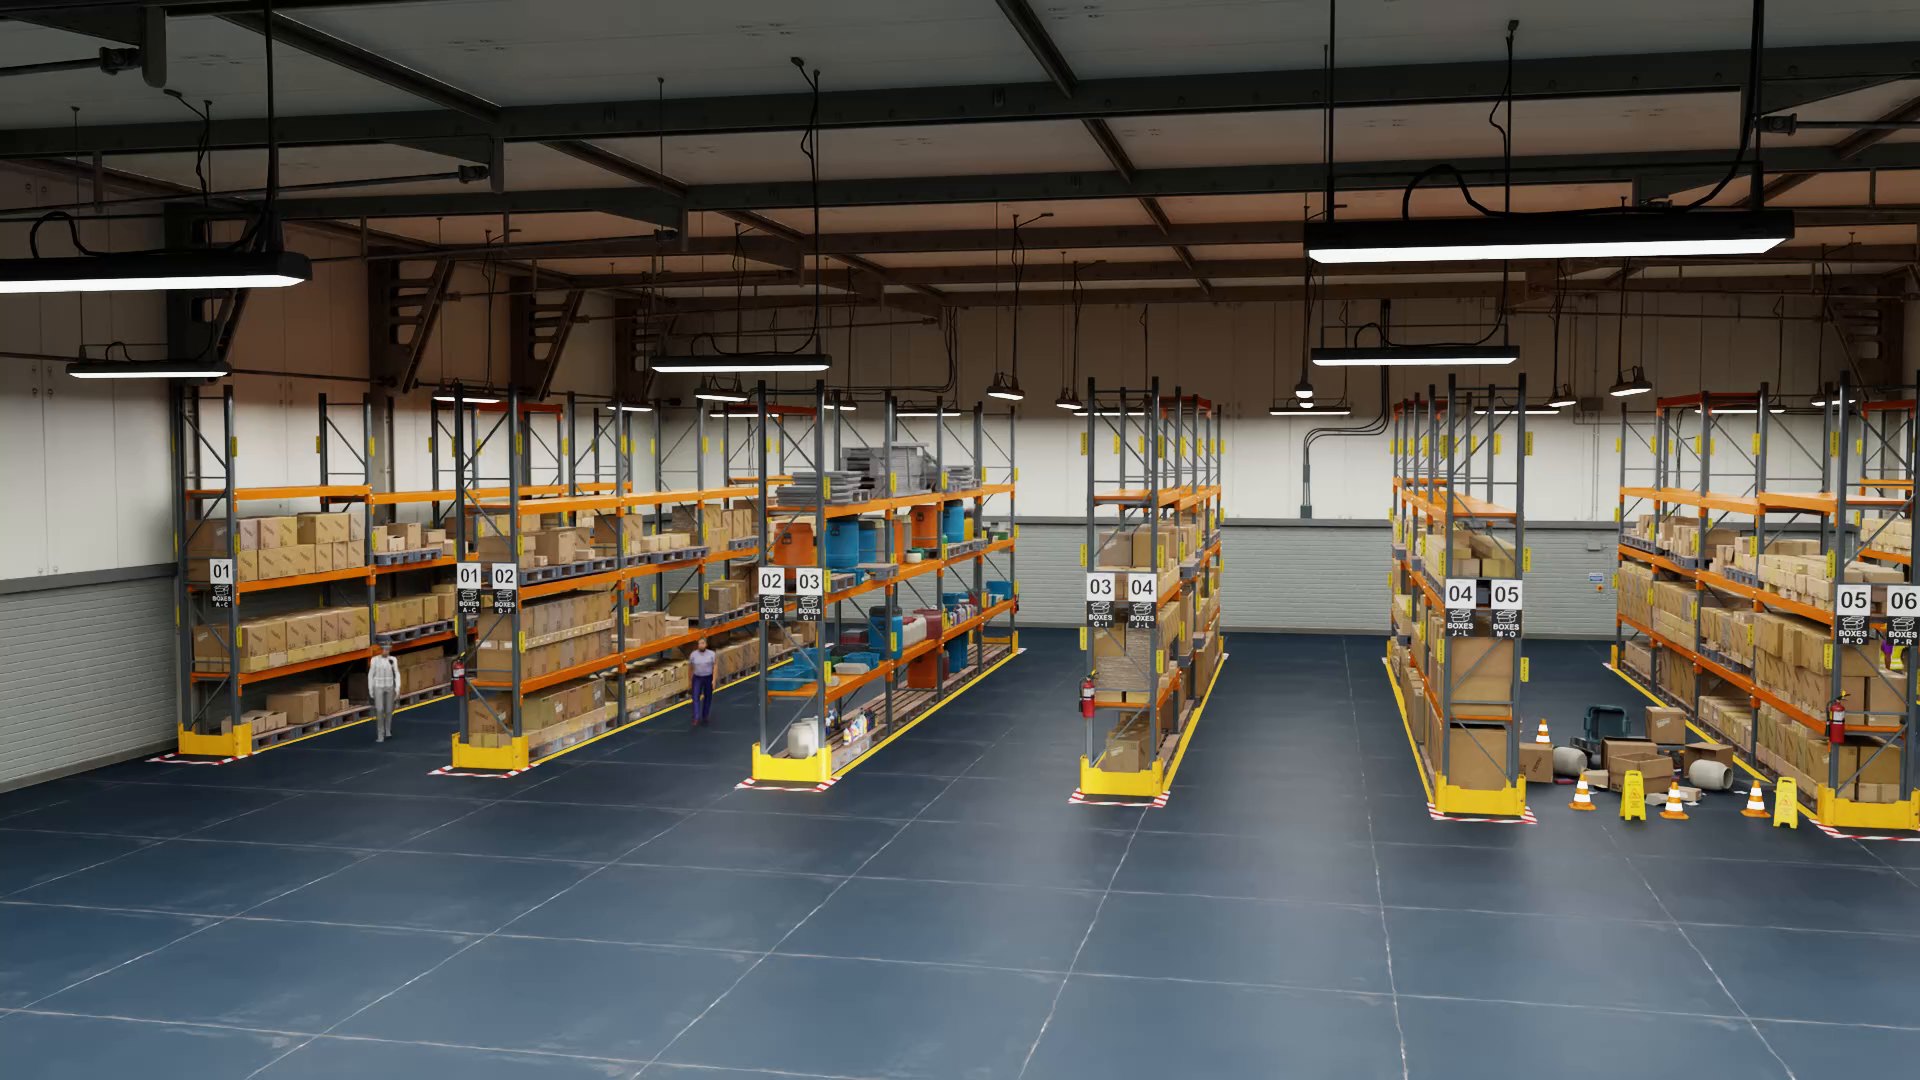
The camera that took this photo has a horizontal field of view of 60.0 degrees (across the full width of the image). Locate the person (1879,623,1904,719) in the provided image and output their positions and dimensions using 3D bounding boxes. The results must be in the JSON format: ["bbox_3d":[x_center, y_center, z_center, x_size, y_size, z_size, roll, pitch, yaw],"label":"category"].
[{"bbox_3d":[17.202,2.417,30.655,0.545,1.785,0.556,0,3,-8],"label":"person"}]

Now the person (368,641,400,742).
[{"bbox_3d":[-9.847,2.594,28.515,0.511,1.698,0.628,-2,4,-31],"label":"person"}]

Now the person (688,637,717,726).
[{"bbox_3d":[-4.598,2.524,29.670,0.529,1.585,1.053,-1,3,-18],"label":"person"}]
